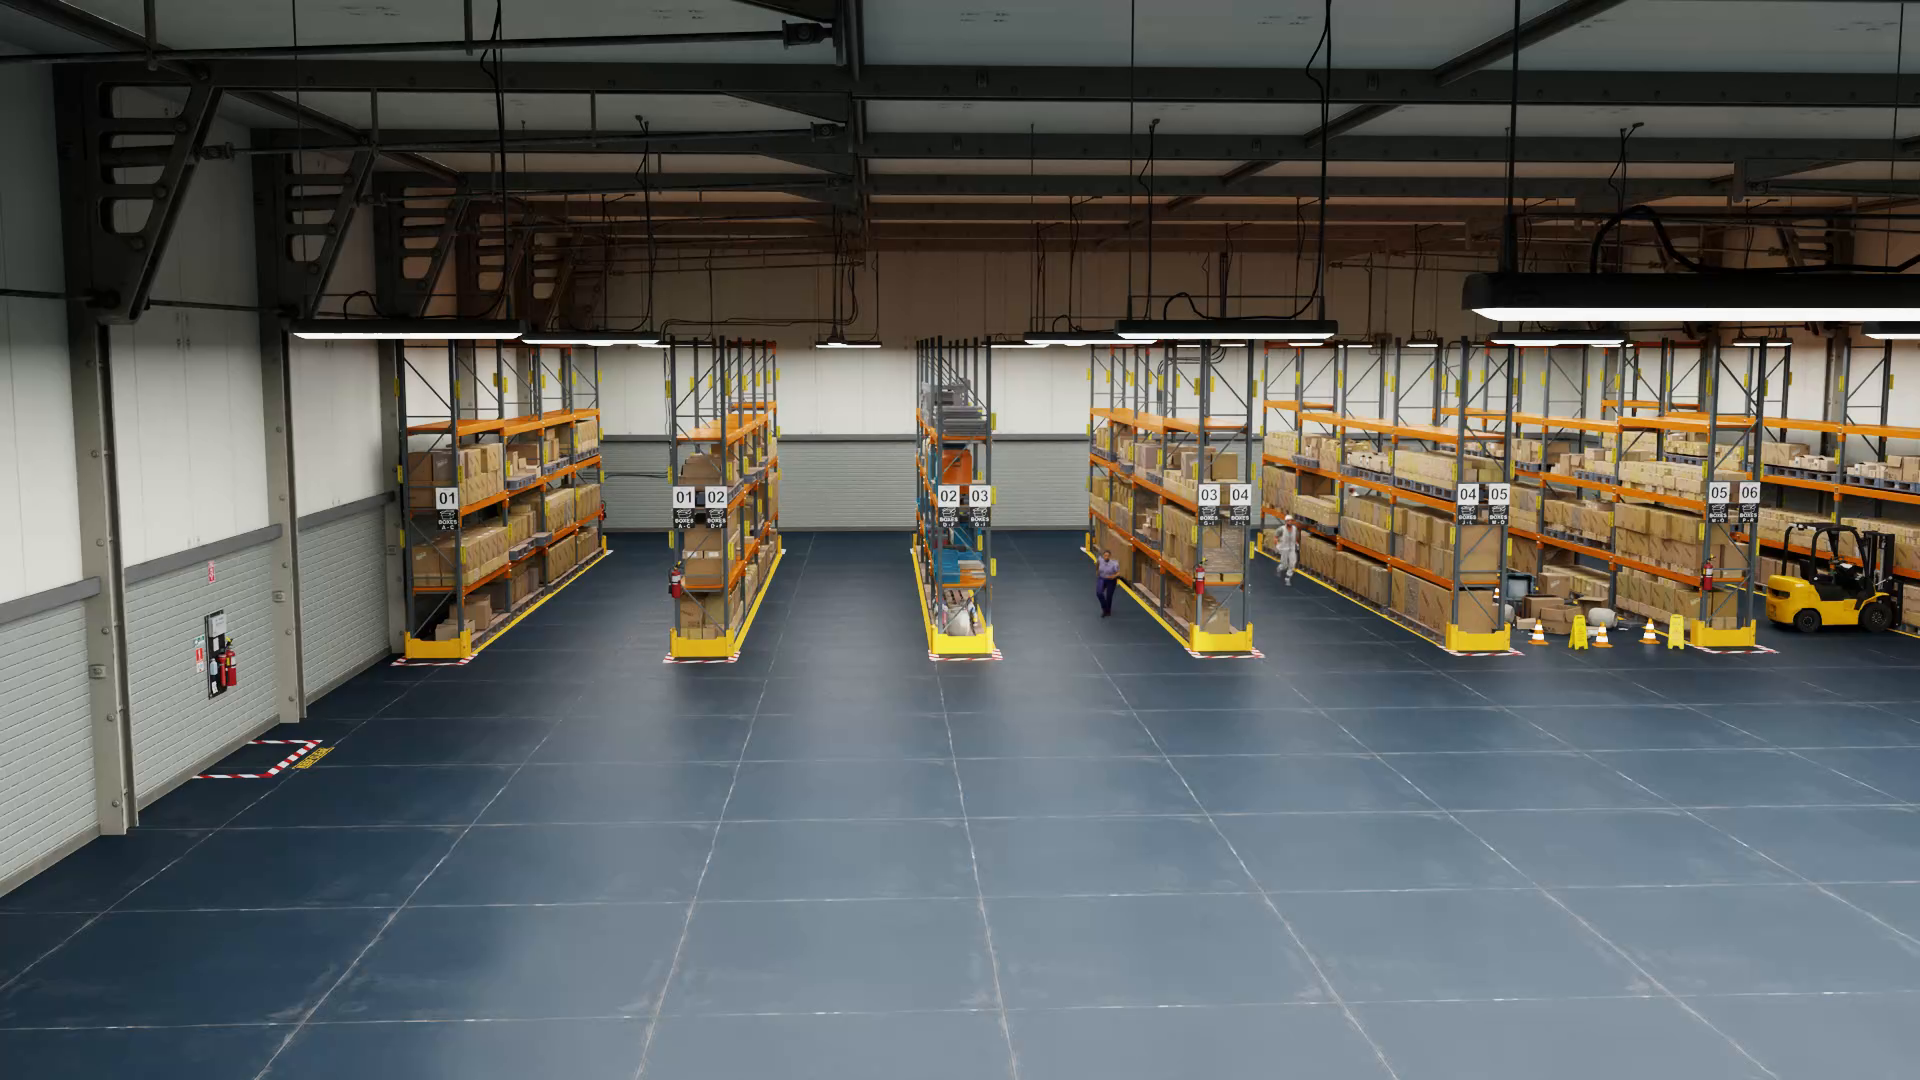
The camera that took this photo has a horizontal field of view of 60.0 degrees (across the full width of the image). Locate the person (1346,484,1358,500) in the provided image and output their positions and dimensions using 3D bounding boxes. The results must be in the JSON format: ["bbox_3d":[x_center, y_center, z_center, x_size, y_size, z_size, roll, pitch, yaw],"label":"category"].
[{"bbox_3d":[11.705,-0.780,49.552,0.857,1.825,0.678,-2,7,-13],"label":"person"}]

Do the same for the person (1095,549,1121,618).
[{"bbox_3d":[3.202,0.910,35.914,0.609,1.454,1.047,2,7,13],"label":"person"}]

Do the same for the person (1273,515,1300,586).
[{"bbox_3d":[8.020,0.239,40.845,0.689,1.734,0.676,-2,7,-14],"label":"person"}]
